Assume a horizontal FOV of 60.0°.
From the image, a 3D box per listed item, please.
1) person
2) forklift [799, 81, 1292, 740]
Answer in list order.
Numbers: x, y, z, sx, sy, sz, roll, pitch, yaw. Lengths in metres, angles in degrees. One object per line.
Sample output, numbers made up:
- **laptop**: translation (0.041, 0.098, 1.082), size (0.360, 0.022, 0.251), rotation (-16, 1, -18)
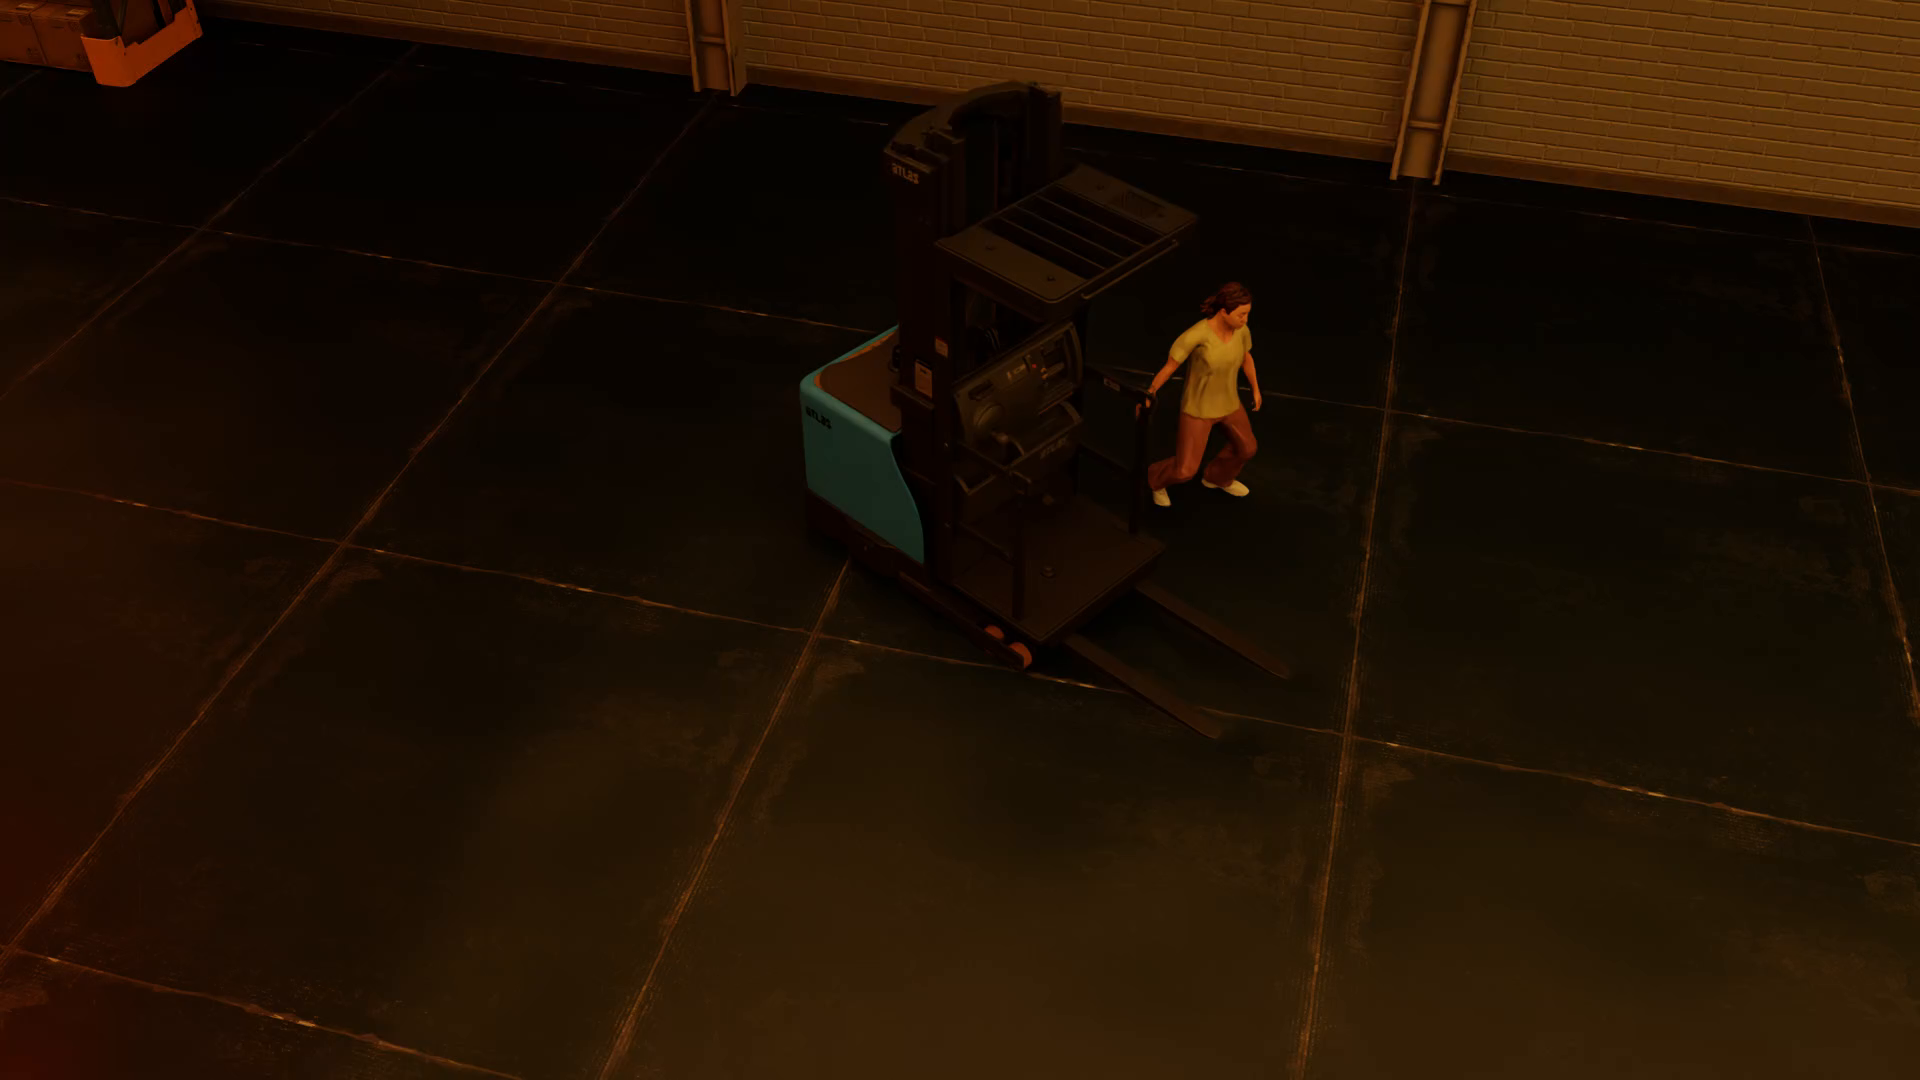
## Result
- **person**: translation (1.419, -0.845, 9.826), size (0.800, 1.571, 0.483), rotation (-15, 44, -17)
- **forklift**: translation (0.469, -0.761, 8.729), size (3.031, 2.935, 1.130), rotation (33, 51, 32)
